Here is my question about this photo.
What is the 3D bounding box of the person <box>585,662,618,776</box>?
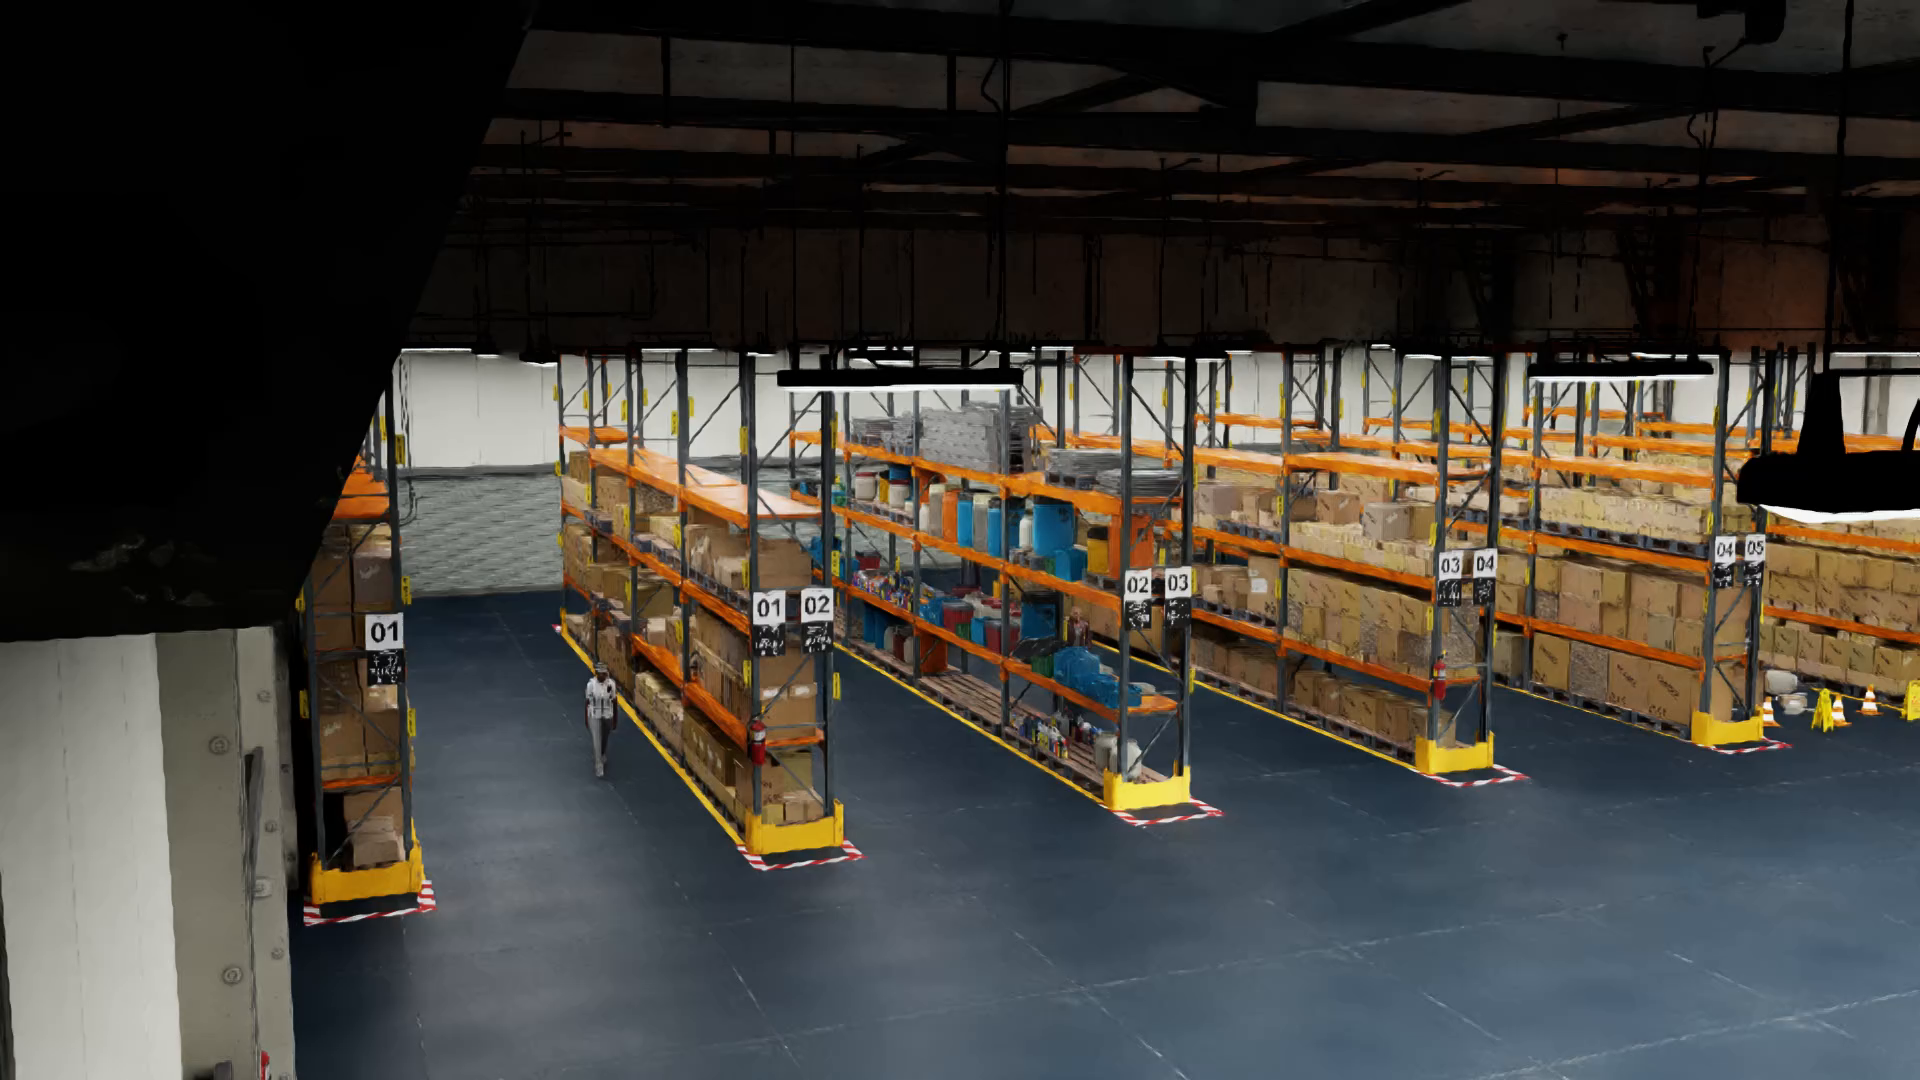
[{"bbox_3d":[-5.120,2.509,23.815,0.445,1.590,1.091,-3,8,-23],"label":"person"}]

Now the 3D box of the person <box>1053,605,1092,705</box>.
[{"bbox_3d":[1.865,1.927,27.934,0.729,1.717,0.538,-3,8,-23],"label":"person"}]

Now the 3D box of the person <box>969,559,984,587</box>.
[{"bbox_3d":[0.330,0.403,40.243,0.578,1.677,0.963,0,7,2],"label":"person"}]
